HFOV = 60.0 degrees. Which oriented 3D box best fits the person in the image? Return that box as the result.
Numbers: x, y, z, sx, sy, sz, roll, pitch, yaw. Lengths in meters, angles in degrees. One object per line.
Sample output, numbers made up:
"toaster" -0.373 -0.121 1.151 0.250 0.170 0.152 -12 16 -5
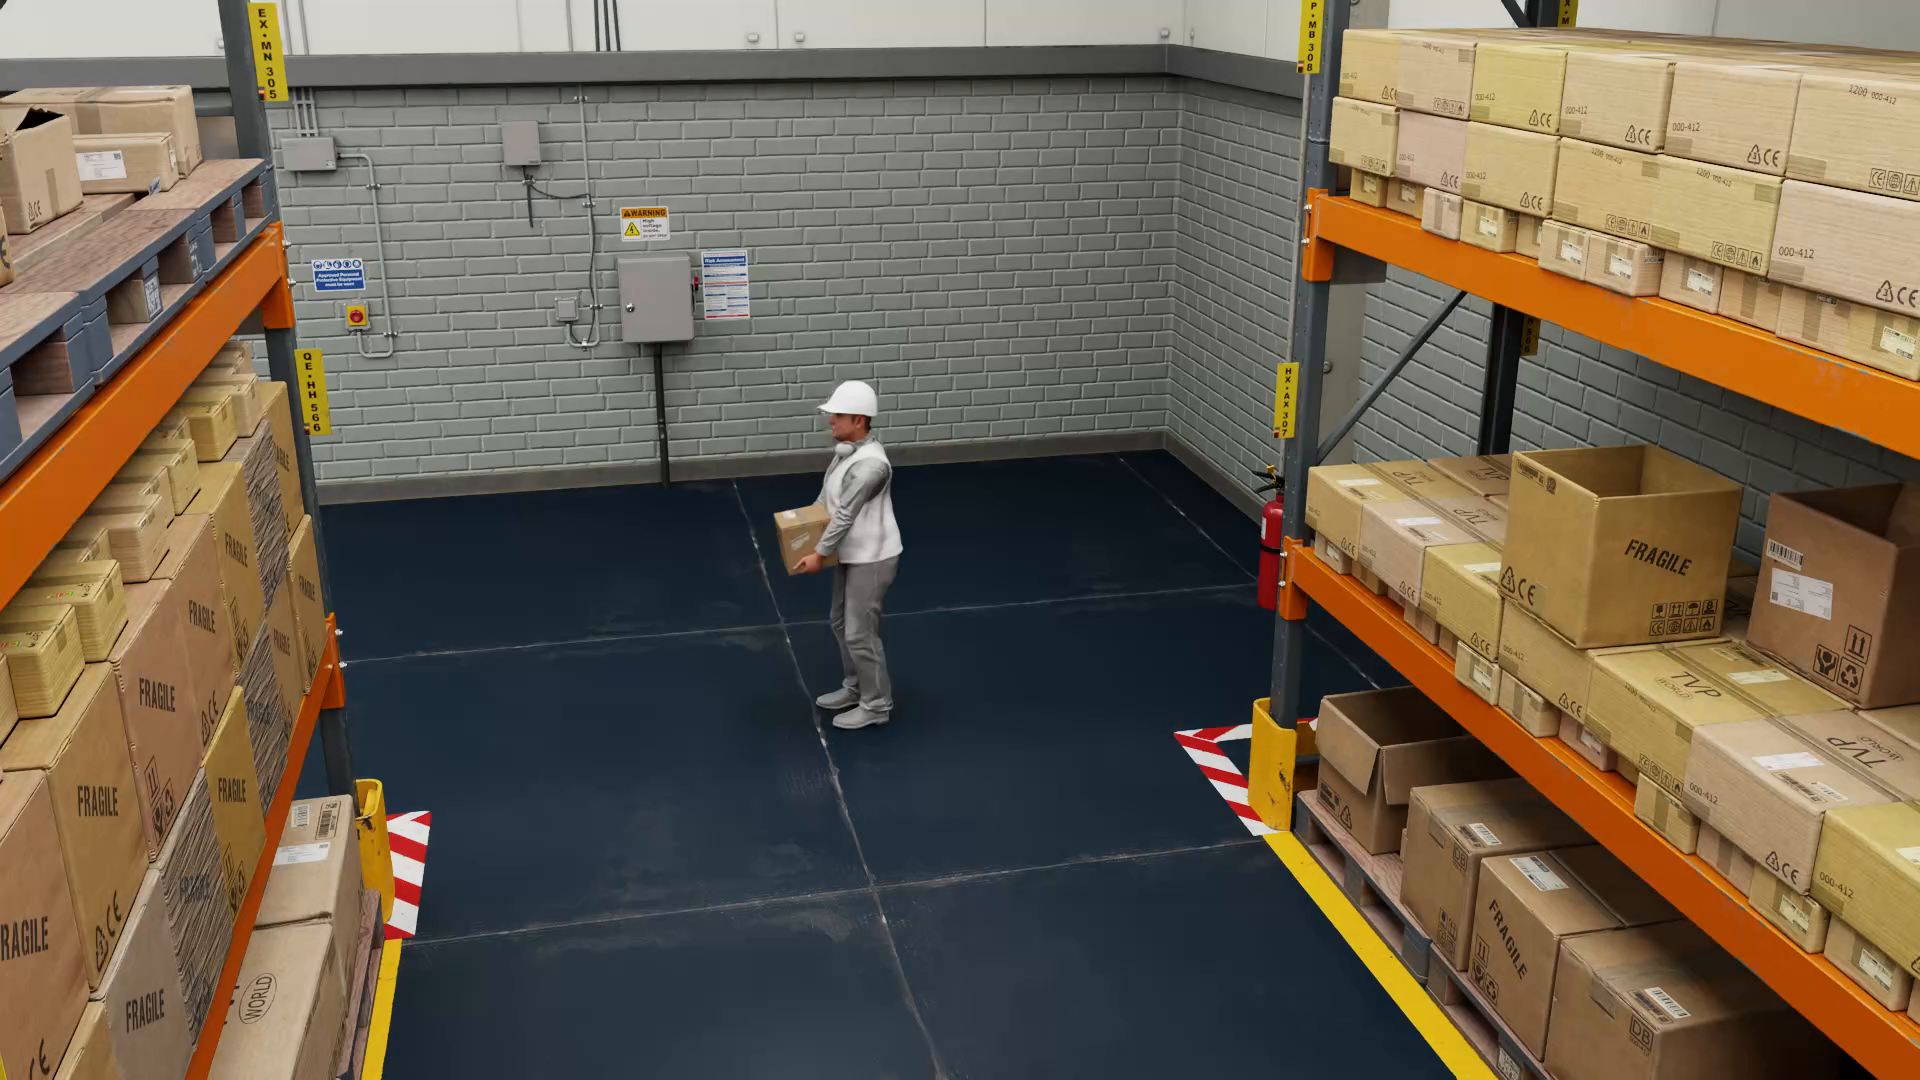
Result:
"person" -0.575 0.076 8.325 0.558 1.772 0.494 -5 20 -13
